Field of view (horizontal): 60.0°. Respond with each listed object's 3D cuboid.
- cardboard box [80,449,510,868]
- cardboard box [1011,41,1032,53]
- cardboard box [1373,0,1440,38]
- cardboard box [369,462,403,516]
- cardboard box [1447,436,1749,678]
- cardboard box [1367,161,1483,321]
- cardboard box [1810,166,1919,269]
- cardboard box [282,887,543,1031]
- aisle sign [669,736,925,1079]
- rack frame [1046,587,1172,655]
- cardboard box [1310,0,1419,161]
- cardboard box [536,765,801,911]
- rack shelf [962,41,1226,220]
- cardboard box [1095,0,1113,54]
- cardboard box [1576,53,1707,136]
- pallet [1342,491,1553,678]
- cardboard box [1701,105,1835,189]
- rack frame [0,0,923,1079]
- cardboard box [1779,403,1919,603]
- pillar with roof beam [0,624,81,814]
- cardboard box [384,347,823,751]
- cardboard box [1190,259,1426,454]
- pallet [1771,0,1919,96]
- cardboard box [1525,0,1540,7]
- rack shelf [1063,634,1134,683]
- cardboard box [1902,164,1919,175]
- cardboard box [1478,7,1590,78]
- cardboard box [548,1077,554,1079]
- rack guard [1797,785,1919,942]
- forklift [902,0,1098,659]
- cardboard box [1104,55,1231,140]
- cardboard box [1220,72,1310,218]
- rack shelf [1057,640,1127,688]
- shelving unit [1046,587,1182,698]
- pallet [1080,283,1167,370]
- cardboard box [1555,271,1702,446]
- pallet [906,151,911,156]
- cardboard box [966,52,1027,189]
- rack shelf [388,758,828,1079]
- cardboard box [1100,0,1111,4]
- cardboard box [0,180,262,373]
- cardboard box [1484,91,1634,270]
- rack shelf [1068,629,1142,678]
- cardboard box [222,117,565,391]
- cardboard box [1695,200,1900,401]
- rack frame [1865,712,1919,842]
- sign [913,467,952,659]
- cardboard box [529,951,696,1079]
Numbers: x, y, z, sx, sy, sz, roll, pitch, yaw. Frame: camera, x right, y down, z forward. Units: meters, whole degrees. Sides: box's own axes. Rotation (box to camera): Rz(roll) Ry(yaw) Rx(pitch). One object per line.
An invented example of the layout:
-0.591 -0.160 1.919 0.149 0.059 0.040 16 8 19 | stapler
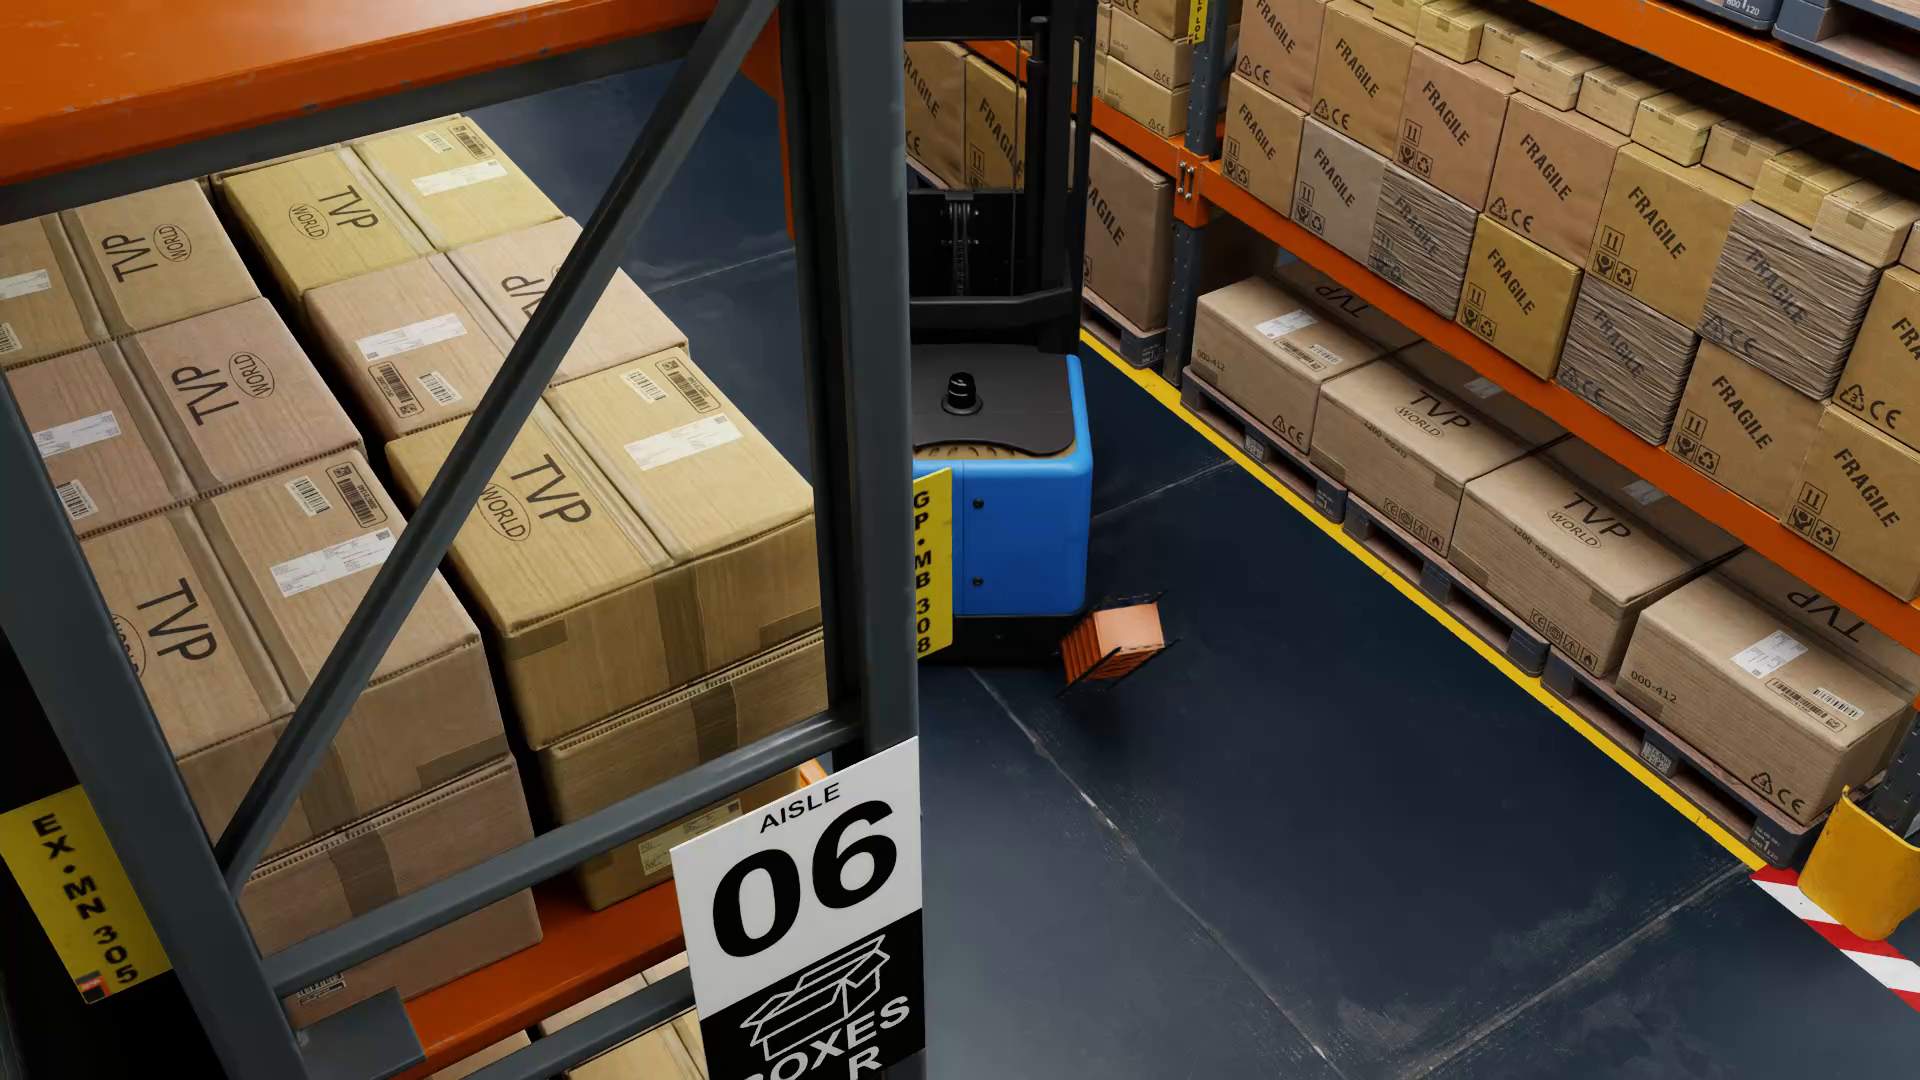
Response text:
-0.986 0.174 2.349 0.500 0.250 0.500 -23 45 -26 | cardboard box
0.538 -2.802 8.887 0.500 0.250 0.500 -23 45 -25 | cardboard box
1.877 -2.151 6.622 0.380 0.149 0.250 -23 45 -25 | cardboard box
-0.811 -0.091 3.057 0.500 0.250 0.500 -21 44 -24 | cardboard box
2.733 0.019 7.058 0.875 0.438 0.875 -21 44 -23 | cardboard box
2.081 -1.302 6.891 0.500 0.500 0.500 -22 45 -24 | cardboard box
2.943 -1.027 5.274 0.380 0.149 0.250 -23 45 -25 | cardboard box
-0.879 0.570 2.576 0.380 0.149 0.250 -21 44 -23 | cardboard box
-0.228 0.656 2.589 0.394 0.787 0.004 -22 45 -24 | aisle sign
0.555 0.325 6.432 0.240 1.200 0.006 -8 78 -9 | rack frame
1.838 -1.958 6.897 0.500 0.500 0.500 -23 45 -25 | cardboard box
-0.487 0.411 2.767 0.380 0.149 0.250 -21 44 -24 | cardboard box
0.445 -2.954 9.513 1.077 0.370 4.000 -22 45 -24 | rack shelf
0.803 -2.706 8.381 0.500 0.250 0.500 -21 44 -23 | cardboard box
2.451 -1.606 5.968 0.380 0.149 0.250 -21 44 -23 | cardboard box
2.523 0.017 7.564 1.003 0.211 1.213 -22 45 -24 | pallet
2.761 -1.343 5.652 0.380 0.149 0.250 -23 45 -25 | cardboard box
-0.512 -0.586 1.423 1.000 3.000 0.127 -22 45 -24 | rack frame
3.188 -0.199 5.568 0.500 0.500 0.500 -22 45 -24 | cardboard box
0.581 -3.540 4.969 9.100 9.000 0.400 -22 45 -24 | pillar with roof beam
-0.539 -0.008 2.568 0.500 0.250 0.500 -23 45 -25 | cardboard box
1.767 -0.952 8.222 0.875 0.438 0.875 -23 45 -25 | cardboard box
3.263 -1.507 4.941 1.003 0.211 1.213 -22 45 -24 | pallet
2.446 -2.195 6.675 0.380 0.149 0.250 -23 45 -25 | cardboard box
0.550 0.452 6.571 0.258 0.103 0.180 -8 78 -9 | rack shelf
3.313 -1.383 5.700 0.380 0.149 0.250 -24 45 -26 | cardboard box
2.200 -1.890 6.310 0.380 0.149 0.250 -22 45 -25 | cardboard box
-0.804 1.292 4.052 0.380 0.149 0.250 -23 45 -25 | cardboard box
3.684 0.982 6.181 1.175 0.500 0.348 -22 45 -24 | rack guard
-0.010 -1.537 7.305 1.130 2.935 3.031 -1 40 -1 | forklift
1.066 -2.248 8.222 0.500 0.250 0.500 -23 45 -25 | cardboard box
1.552 -1.846 7.543 0.500 0.500 0.500 -21 44 -23 | cardboard box
0.535 0.480 6.687 0.258 0.103 0.180 -8 78 -9 | rack shelf
0.571 0.413 6.413 0.258 1.200 0.189 -8 78 -9 | shelving unit
1.042 -1.470 9.349 1.003 0.211 1.213 -22 45 -24 | pallet
2.646 -0.750 6.228 0.500 0.500 0.500 -21 44 -23 | cardboard box
-0.270 -2.787 10.929 1.003 0.211 1.213 -22 45 -24 | pallet
0.627 -2.288 9.484 0.875 0.875 0.875 -21 44 -23 | cardboard box
-1.587 -0.236 3.909 1.077 0.370 4.000 -22 45 -24 | rack shelf
0.784 -3.004 8.153 0.500 0.500 0.500 -21 44 -24 | cardboard box
-1.552 -0.381 3.016 0.500 0.250 0.500 -22 44 -24 | cardboard box
2.373 -1.404 6.233 0.500 0.500 0.500 -23 45 -25 | cardboard box
0.565 0.424 6.455 0.258 0.103 0.180 -8 78 -9 | rack shelf
-1.078 -0.555 3.224 0.500 0.250 0.500 -23 45 -25 | cardboard box
2.905 -0.864 5.585 0.500 0.500 0.500 -22 45 -24 | cardboard box
3.671 0.008 5.397 1.000 3.000 0.127 -22 45 -24 | rack frame
-0.055 0.044 2.328 0.100 0.325 0.005 -22 45 -24 | sign
-0.800 1.053 4.028 0.500 0.250 0.500 -22 44 -24 | cardboard box
